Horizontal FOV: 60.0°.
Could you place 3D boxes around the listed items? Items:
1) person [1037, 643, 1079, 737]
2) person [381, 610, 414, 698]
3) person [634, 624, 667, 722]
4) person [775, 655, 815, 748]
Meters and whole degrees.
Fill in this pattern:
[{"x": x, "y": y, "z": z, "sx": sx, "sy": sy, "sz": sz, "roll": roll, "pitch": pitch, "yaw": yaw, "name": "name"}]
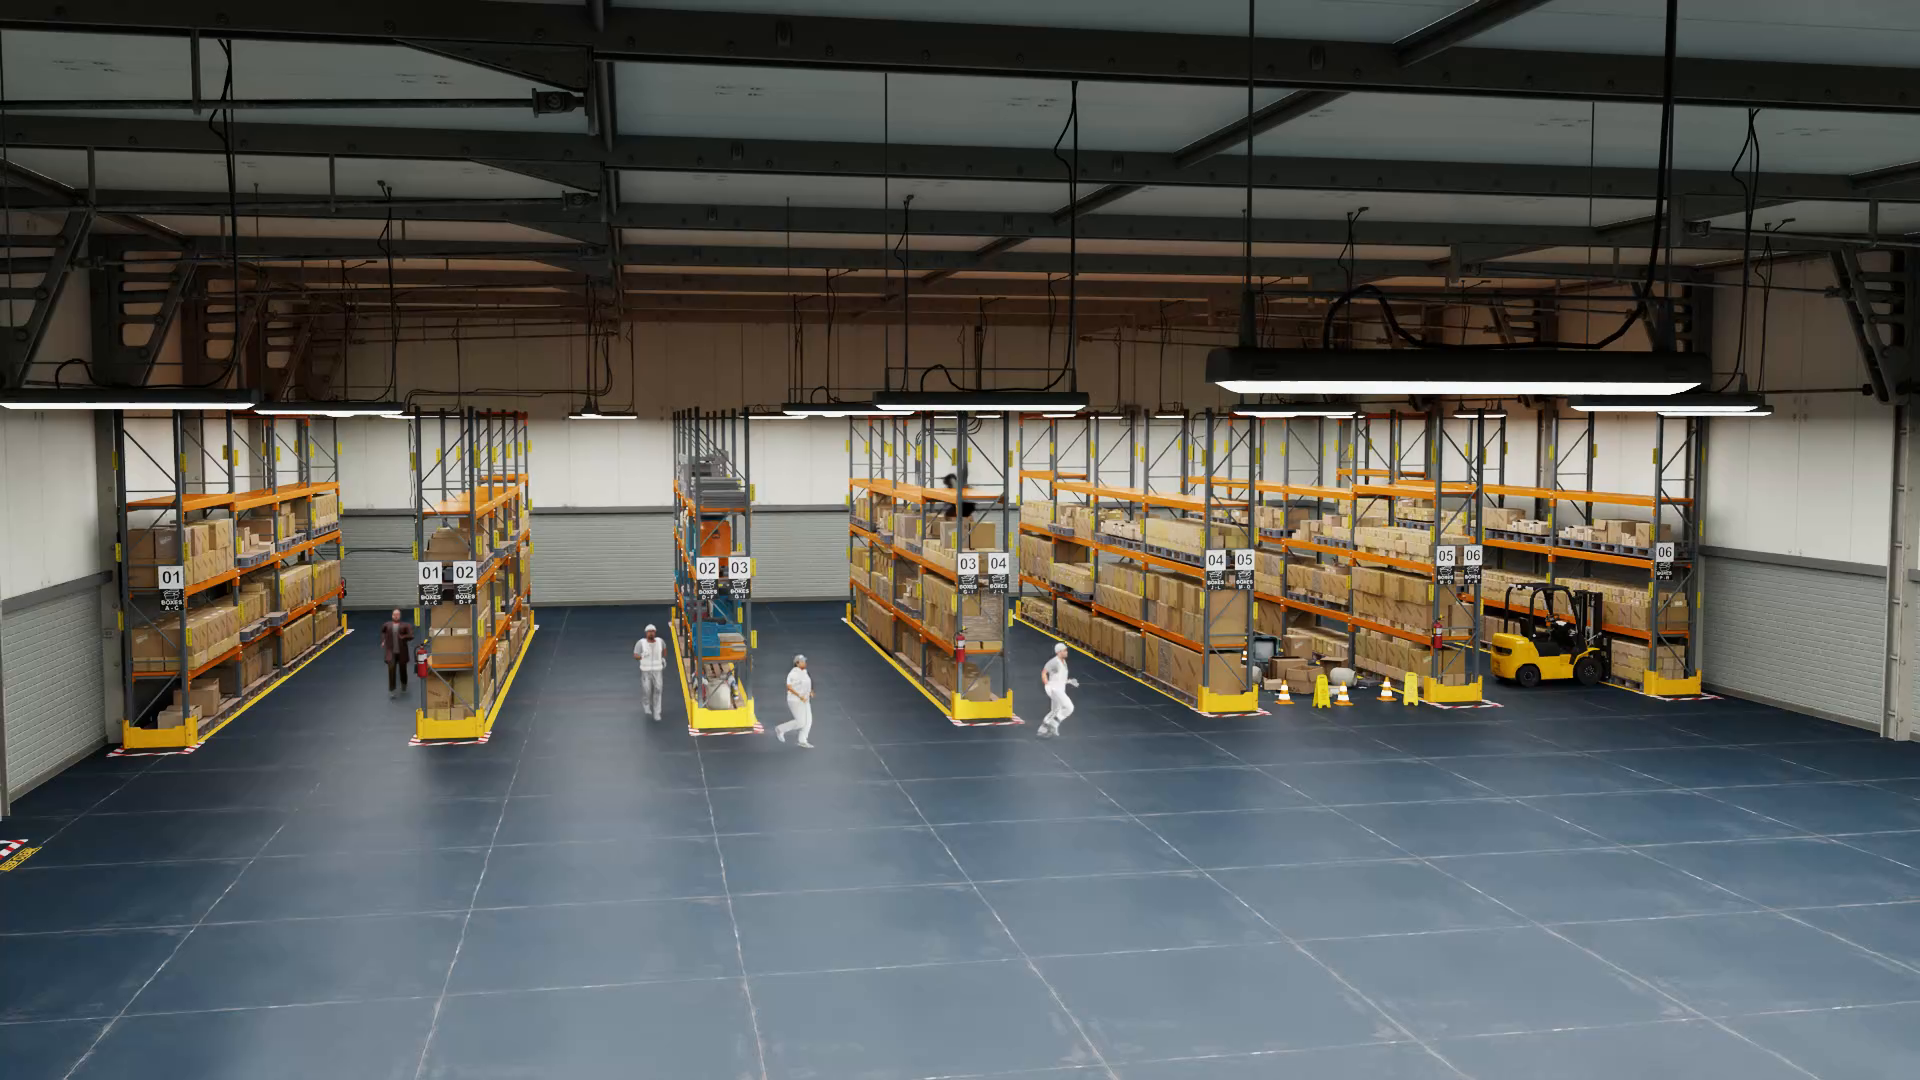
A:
[{"x": 1.764, "y": 2.709, "z": 29.992, "sx": 0.752, "sy": 1.710, "sz": 0.583, "roll": 1, "pitch": 4, "yaw": 18, "name": "person"}, {"x": -11.727, "y": 2.342, "z": 34.647, "sx": 0.695, "sy": 1.783, "sz": 0.998, "roll": -1, "pitch": 4, "yaw": -13, "name": "person"}, {"x": -5.947, "y": 2.532, "z": 32.025, "sx": 0.669, "sy": 1.816, "sz": 0.843, "roll": -1, "pitch": 4, "yaw": -17, "name": "person"}, {"x": -2.884, "y": 2.836, "z": 29.318, "sx": 0.655, "sy": 1.652, "sz": 0.608, "roll": 1, "pitch": 4, "yaw": 19, "name": "person"}]
